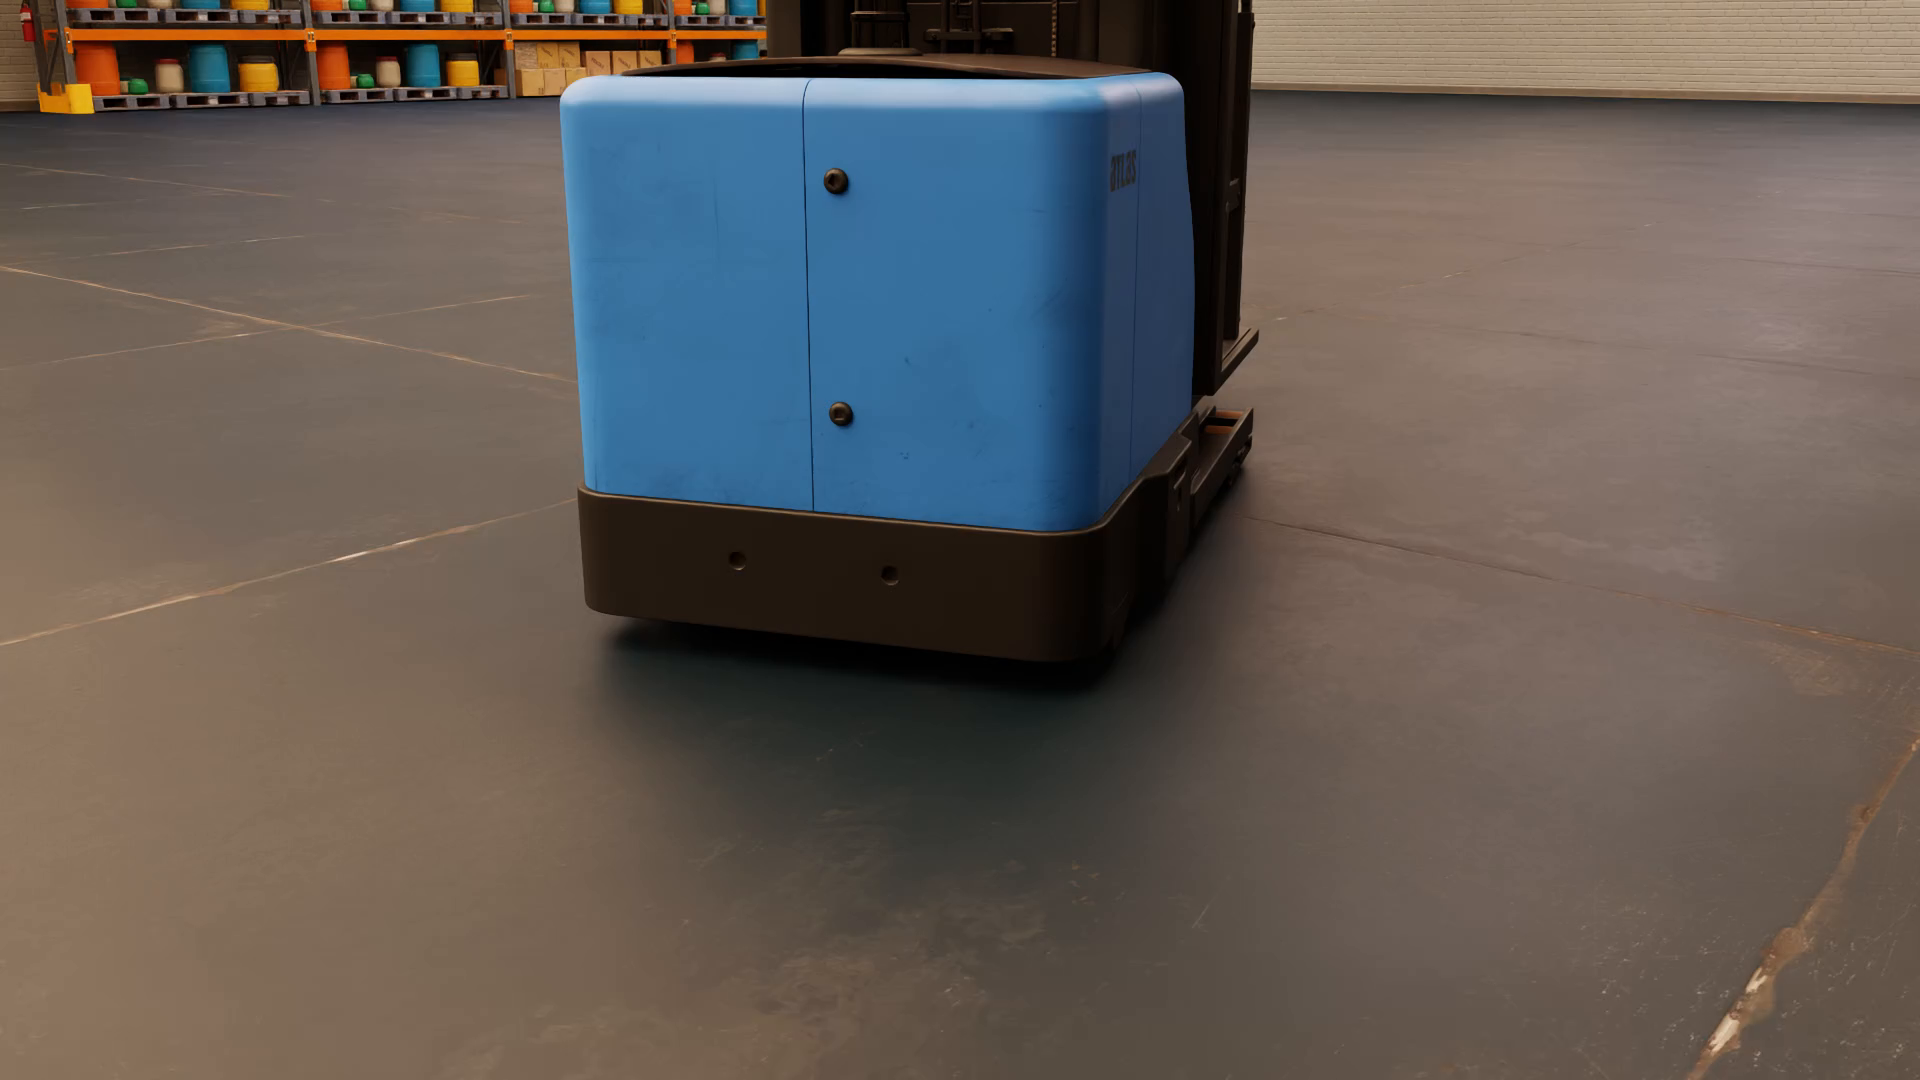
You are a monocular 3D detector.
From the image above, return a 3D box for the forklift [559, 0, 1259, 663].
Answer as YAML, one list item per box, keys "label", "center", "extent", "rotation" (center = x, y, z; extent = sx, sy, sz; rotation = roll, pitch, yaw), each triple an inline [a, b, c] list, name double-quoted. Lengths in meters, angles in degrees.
- label: "forklift"
  center: [0.182, -1.571, 4.072]
  extent: [1.130, 2.935, 3.031]
  rotation: [5, 18, 17]
